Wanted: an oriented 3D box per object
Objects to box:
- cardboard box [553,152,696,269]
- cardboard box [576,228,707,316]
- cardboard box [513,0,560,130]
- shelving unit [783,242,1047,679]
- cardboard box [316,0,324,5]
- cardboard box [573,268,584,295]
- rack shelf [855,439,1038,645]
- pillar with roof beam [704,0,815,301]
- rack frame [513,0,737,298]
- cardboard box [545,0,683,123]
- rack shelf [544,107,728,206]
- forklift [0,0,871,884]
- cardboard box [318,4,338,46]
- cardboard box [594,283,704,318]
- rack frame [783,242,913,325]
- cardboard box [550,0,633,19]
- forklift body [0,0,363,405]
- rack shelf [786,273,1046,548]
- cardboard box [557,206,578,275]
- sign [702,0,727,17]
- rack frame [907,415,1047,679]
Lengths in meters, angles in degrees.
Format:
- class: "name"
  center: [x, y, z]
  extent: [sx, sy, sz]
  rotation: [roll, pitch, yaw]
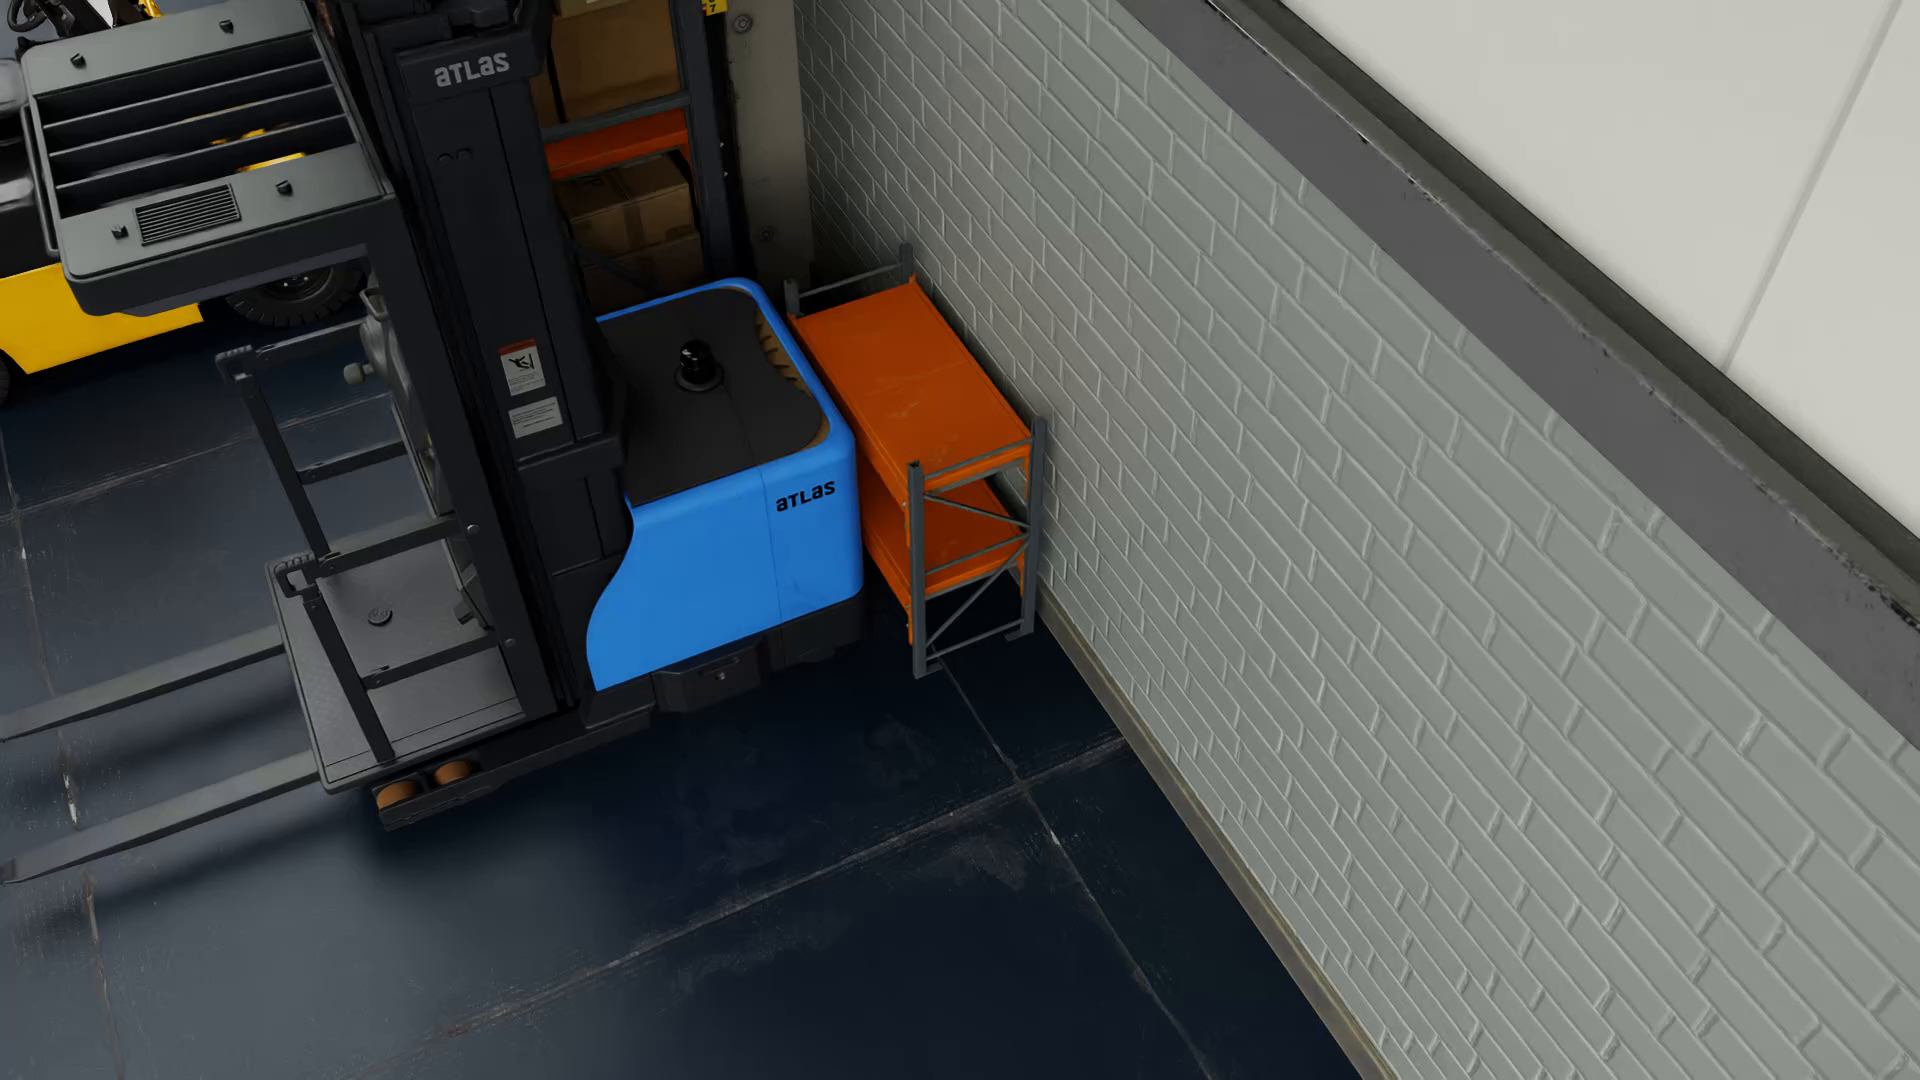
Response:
- class: "cardboard box"
  center: [-1.415, -1.413, 6.769]
  extent: [0.500, 0.250, 0.500]
  rotation: [-22, 52, -18]
- class: "cardboard box"
  center: [-1.394, -1.248, 6.957]
  extent: [0.500, 0.250, 0.500]
  rotation: [-20, 52, -17]
- class: "cardboard box"
  center: [-1.822, -1.736, 6.102]
  extent: [0.500, 0.500, 0.500]
  rotation: [-22, 52, -18]
- class: "shelving unit"
  center: [-0.176, -0.290, 6.146]
  extent: [0.538, 1.125, 1.048]
  rotation: [-21, 52, -18]
- class: "cardboard box"
  center: [-2.788, -2.597, 7.805]
  extent: [0.500, 0.250, 0.500]
  rotation: [-20, 52, -16]
- class: "cardboard box"
  center: [-1.864, -1.080, 6.810]
  extent: [0.500, 0.250, 0.500]
  rotation: [-22, 52, -18]
- class: "rack shelf"
  center: [-0.177, -0.128, 6.330]
  extent: [0.538, 0.278, 1.000]
  rotation: [-21, 52, -18]
- class: "pillar with roof beam"
  center: [-4.708, -2.733, 3.054]
  extent: [9.100, 9.000, 0.400]
  rotation: [-21, 52, -18]
- class: "rack frame"
  center: [-1.363, -1.464, 5.930]
  extent: [1.000, 3.000, 0.127]
  rotation: [-21, 52, -18]
- class: "cardboard box"
  center: [-1.343, -1.924, 6.266]
  extent: [0.500, 0.500, 0.500]
  rotation: [-20, 52, -16]
- class: "rack shelf"
  center: [-2.278, -2.566, 7.372]
  extent: [1.077, 0.370, 4.000]
  rotation: [-21, 52, -18]
- class: "forklift"
  center: [-1.892, -0.430, 5.072]
  extent: [3.031, 2.935, 1.130]
  rotation: [-20, 52, -17]
- class: "cardboard box"
  center: [-2.555, -2.243, 7.495]
  extent: [0.500, 0.250, 0.500]
  rotation: [-22, 52, -18]
- class: "cardboard box"
  center: [-1.414, -1.093, 7.154]
  extent: [0.500, 0.250, 0.500]
  rotation: [-21, 52, -17]
- class: "rack frame"
  center: [-0.407, -0.630, 6.444]
  extent: [0.500, 1.125, 0.032]
  rotation: [-21, 52, -18]
- class: "cardboard box"
  center: [-1.288, -2.027, 5.925]
  extent: [0.380, 0.149, 0.250]
  rotation: [-22, 53, -18]
- class: "forklift body"
  center: [-3.853, -1.825, 6.810]
  extent: [2.313, 2.155, 1.214]
  rotation: [-21, 52, -18]
- class: "rack shelf"
  center: [-0.174, -0.483, 5.926]
  extent: [0.538, 0.278, 1.000]
  rotation: [-21, 52, -18]
- class: "cardboard box"
  center: [-1.851, -1.227, 6.606]
  extent: [0.500, 0.250, 0.500]
  rotation: [-20, 52, -16]
- class: "sign"
  center: [-0.867, -1.962, 5.738]
  extent: [0.100, 0.325, 0.005]
  rotation: [-21, 52, -18]
- class: "rack frame"
  center: [0.056, 0.051, 5.848]
  extent: [0.500, 1.125, 0.032]
  rotation: [-21, 52, -18]
